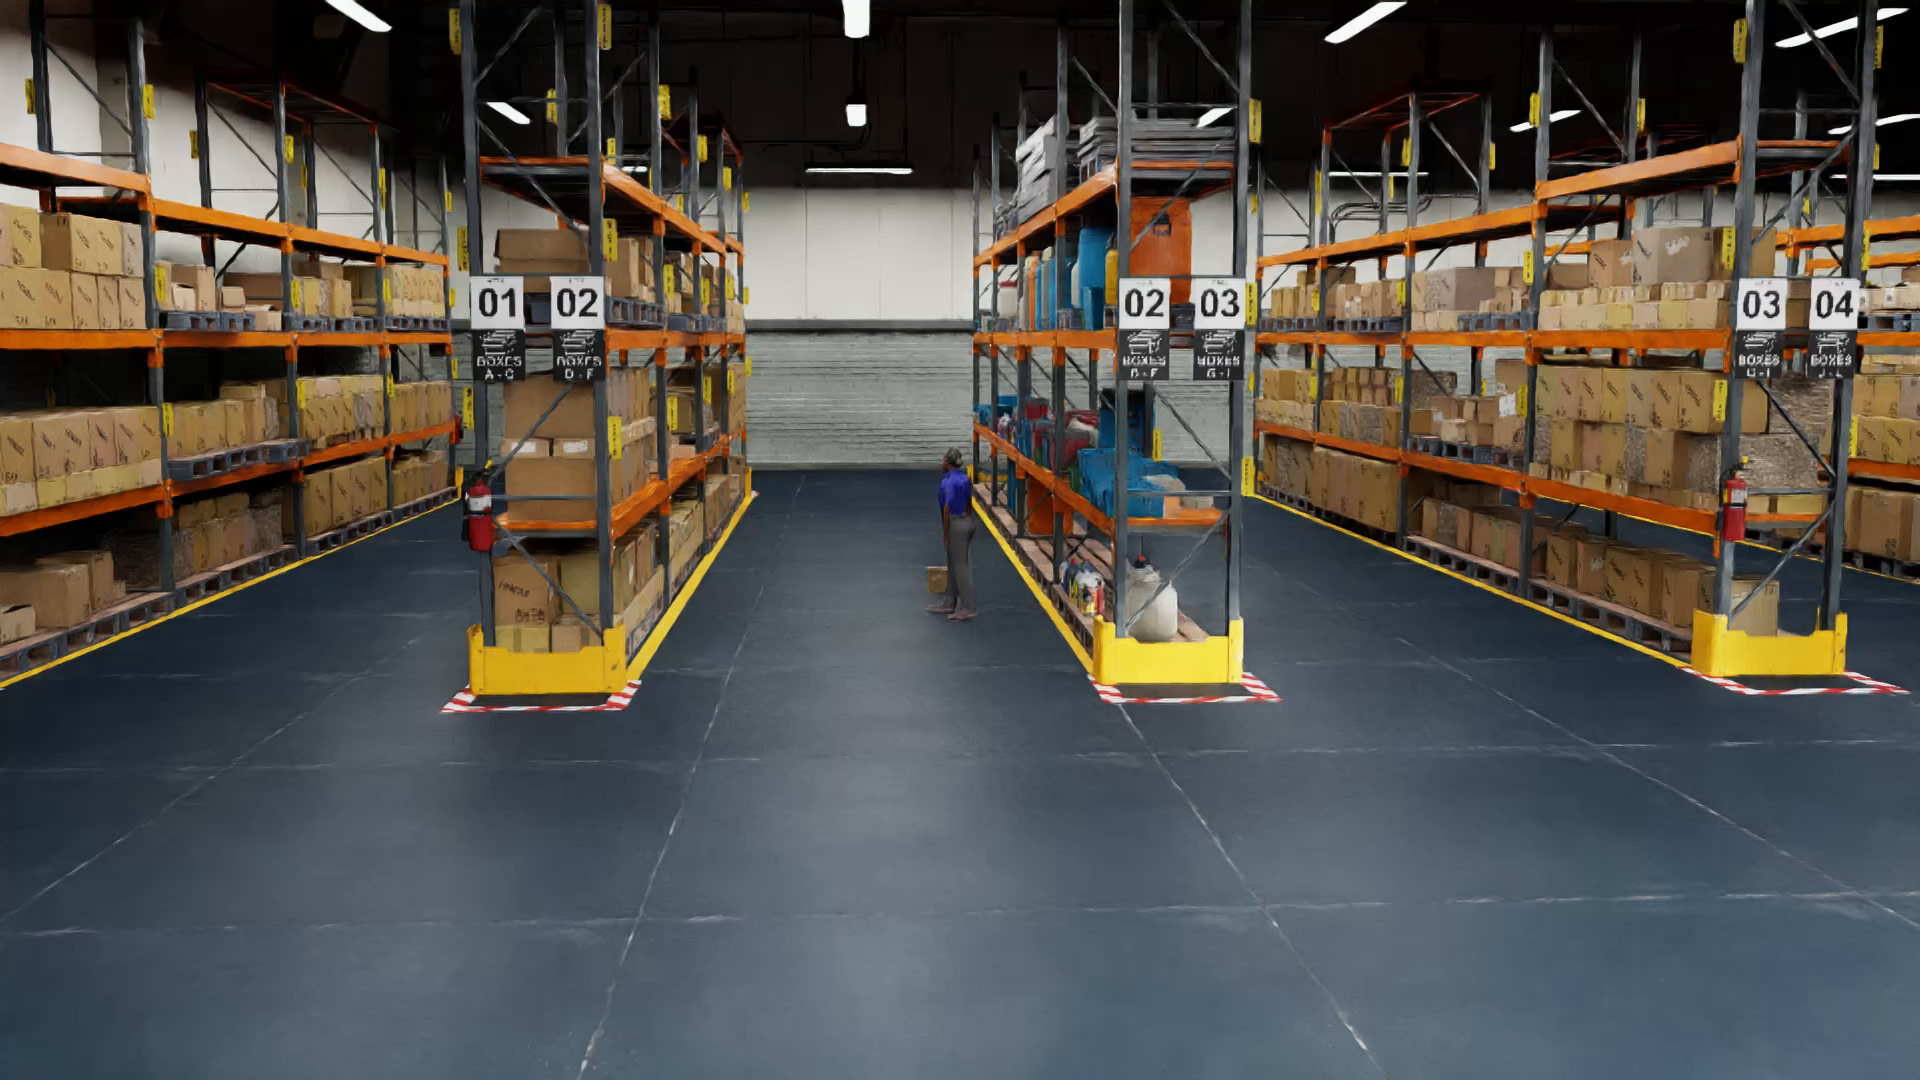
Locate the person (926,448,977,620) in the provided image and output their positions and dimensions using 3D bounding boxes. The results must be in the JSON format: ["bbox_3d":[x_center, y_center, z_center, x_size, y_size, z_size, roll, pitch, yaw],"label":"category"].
[{"bbox_3d":[-0.057,-0.078,16.353,0.574,1.654,0.565,3,8,23],"label":"person"}]
